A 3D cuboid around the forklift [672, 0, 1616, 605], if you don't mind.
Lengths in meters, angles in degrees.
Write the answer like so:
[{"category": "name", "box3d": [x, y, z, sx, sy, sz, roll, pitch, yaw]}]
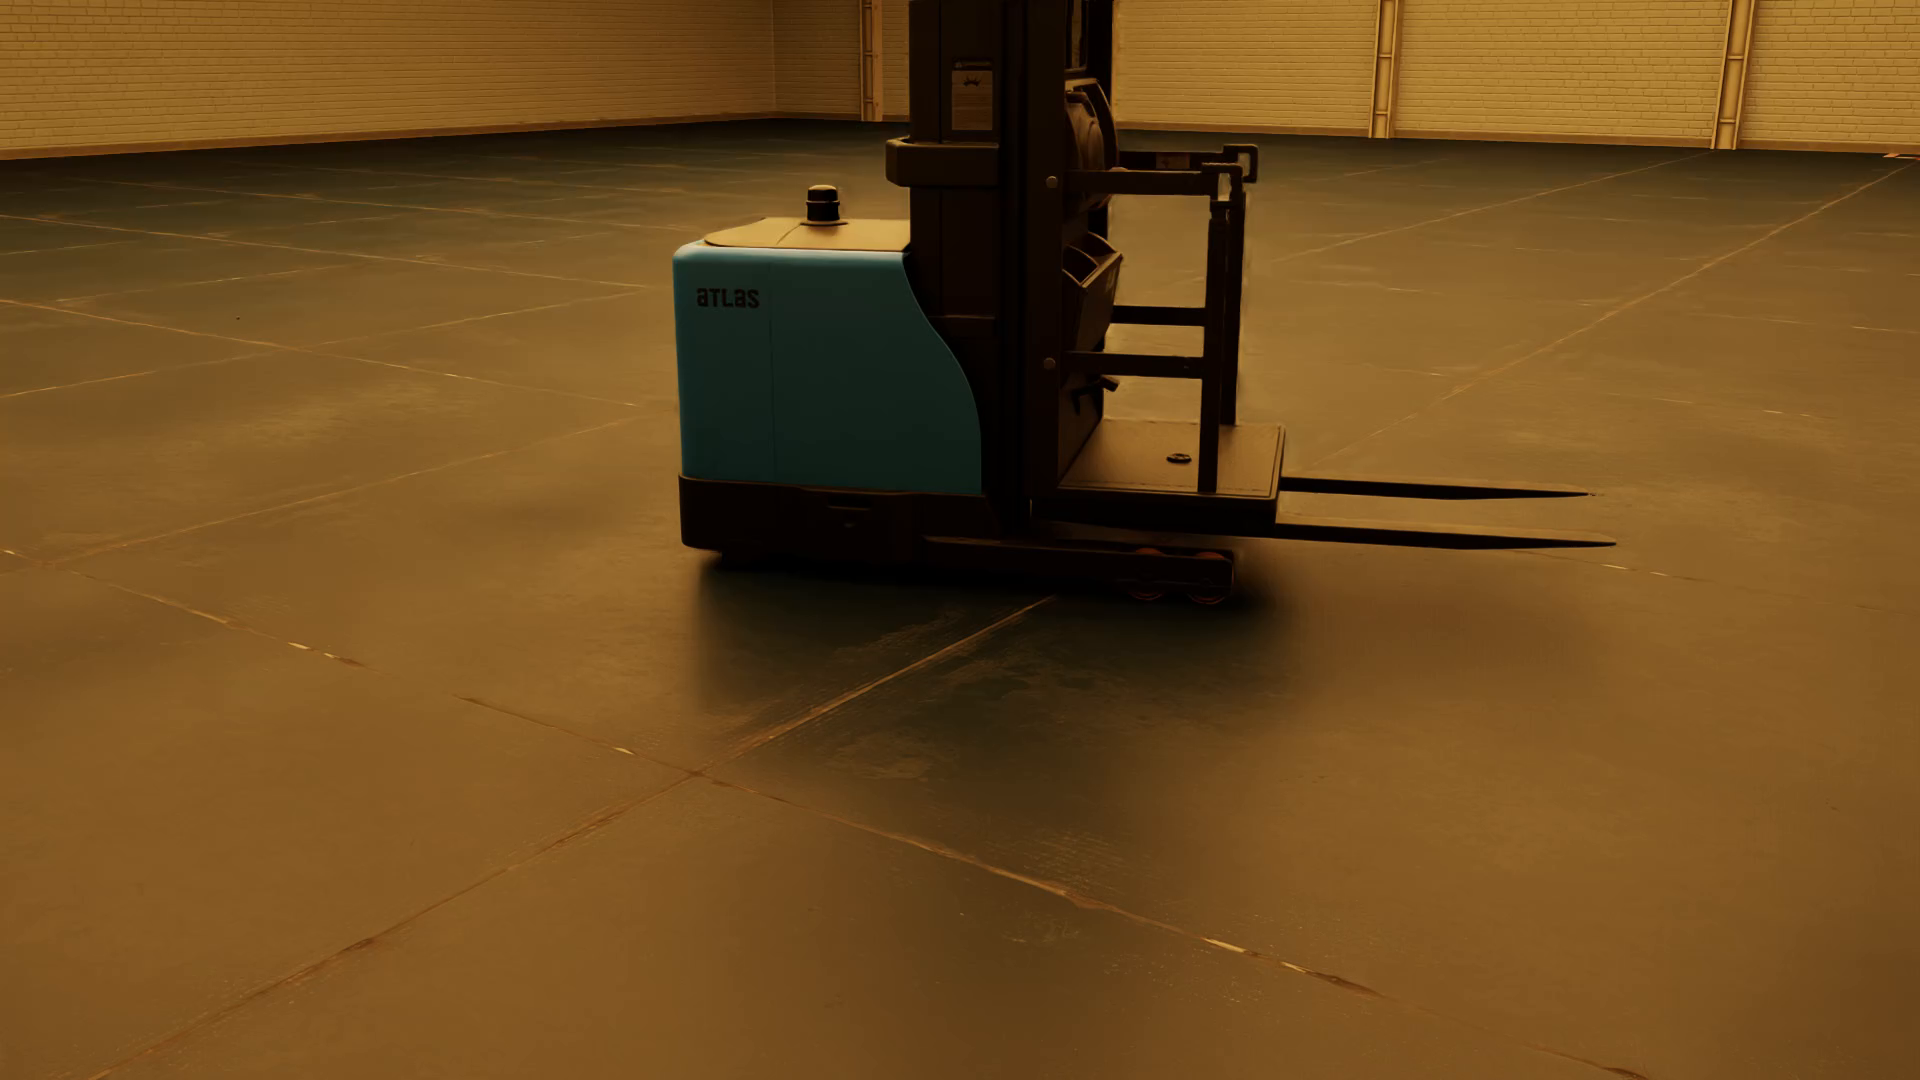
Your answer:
[{"category": "forklift", "box3d": [0.619, -1.365, 5.399, 3.031, 2.935, 1.130, 4, 17, 12]}]
